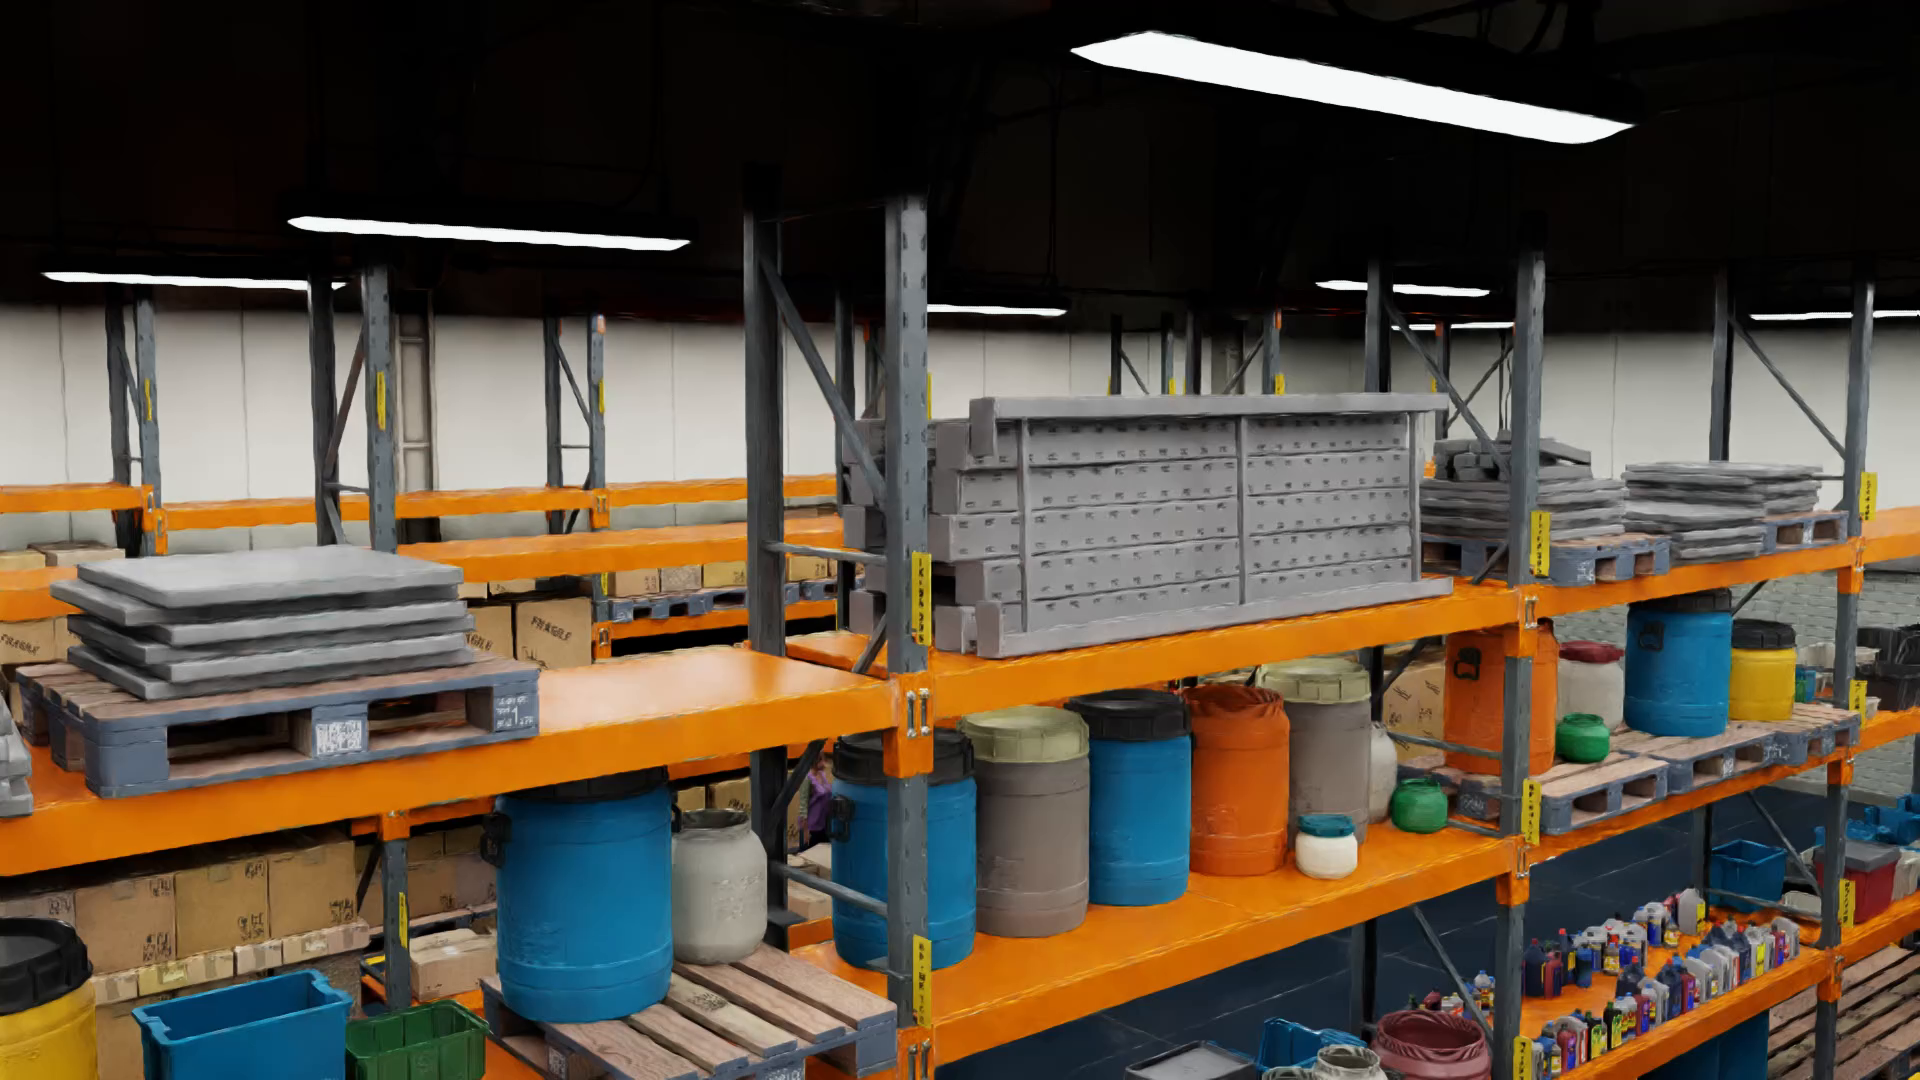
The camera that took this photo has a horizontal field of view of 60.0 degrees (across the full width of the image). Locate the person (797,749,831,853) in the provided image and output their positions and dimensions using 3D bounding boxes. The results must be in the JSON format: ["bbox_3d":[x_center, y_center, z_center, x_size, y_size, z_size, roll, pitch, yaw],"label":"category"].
[{"bbox_3d":[-1.389,2.801,16.169,0.420,1.602,0.505,3,6,26],"label":"person"}]
